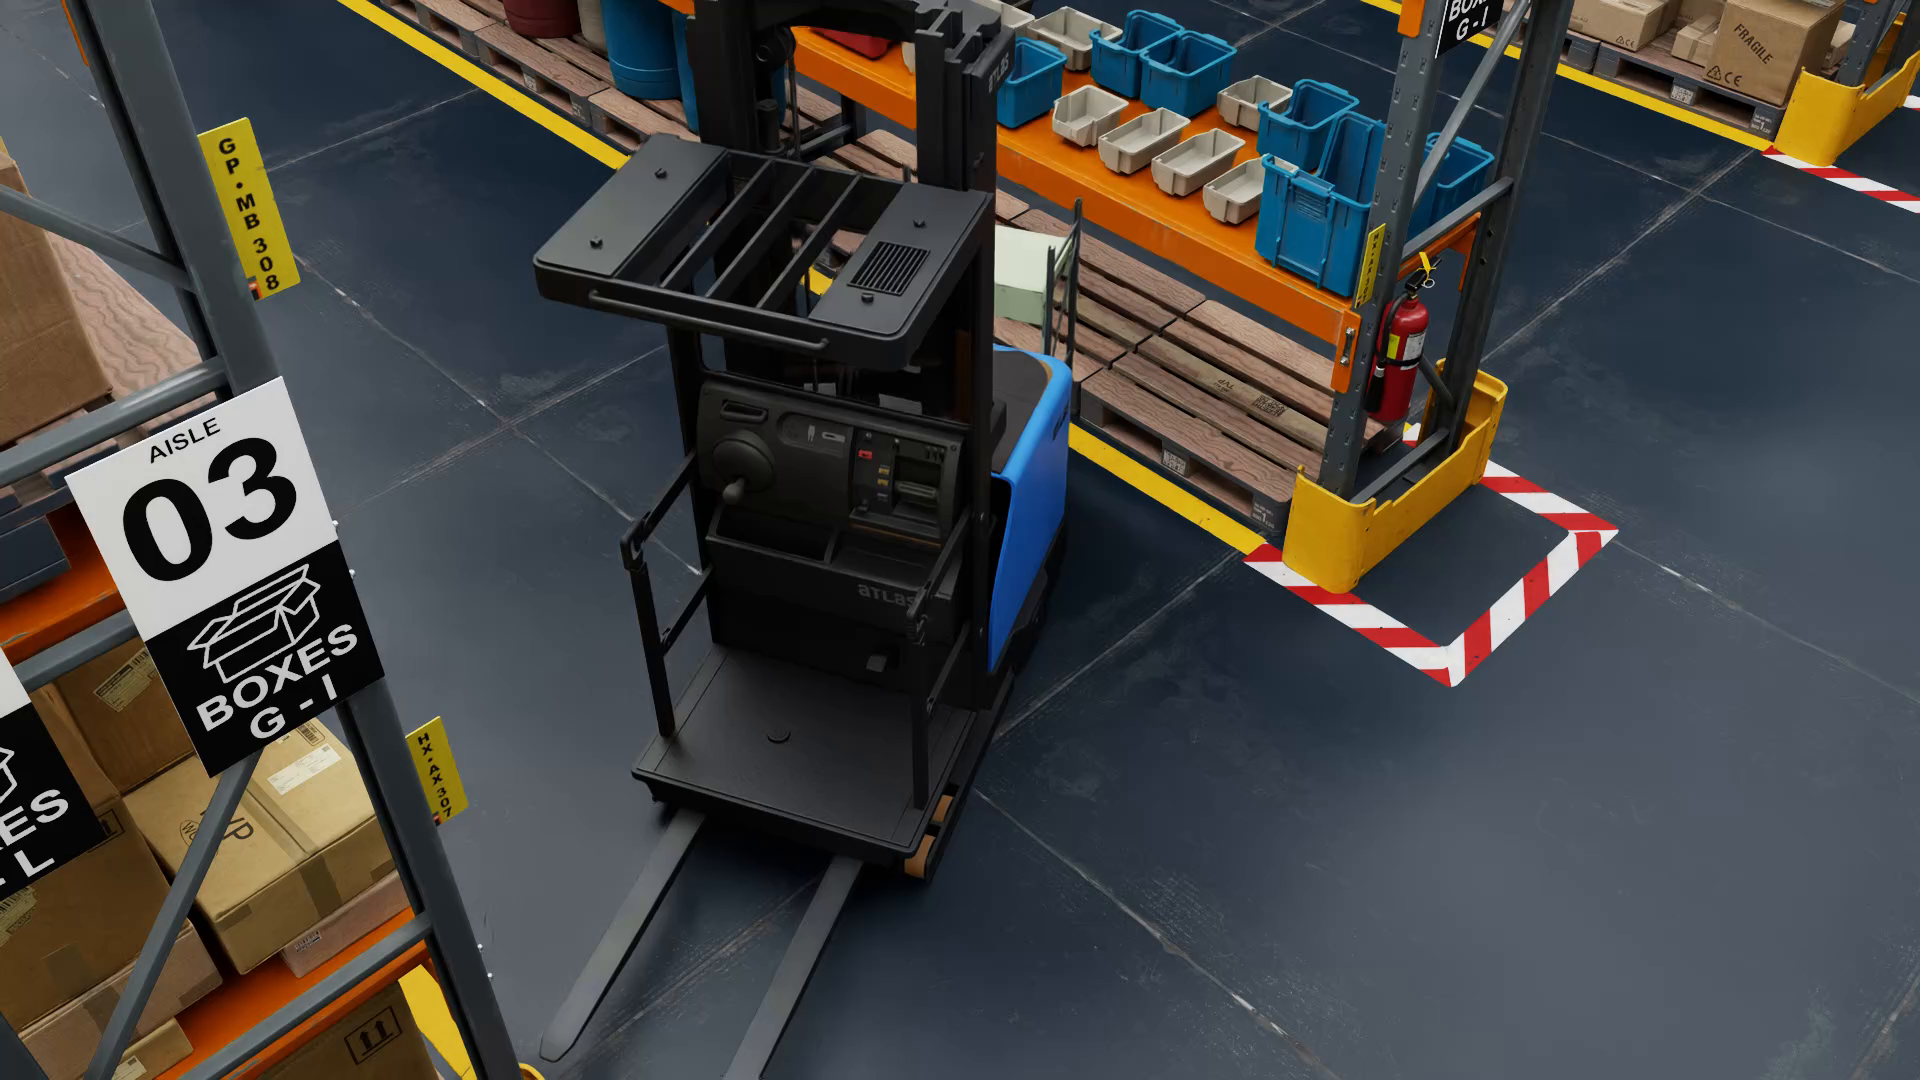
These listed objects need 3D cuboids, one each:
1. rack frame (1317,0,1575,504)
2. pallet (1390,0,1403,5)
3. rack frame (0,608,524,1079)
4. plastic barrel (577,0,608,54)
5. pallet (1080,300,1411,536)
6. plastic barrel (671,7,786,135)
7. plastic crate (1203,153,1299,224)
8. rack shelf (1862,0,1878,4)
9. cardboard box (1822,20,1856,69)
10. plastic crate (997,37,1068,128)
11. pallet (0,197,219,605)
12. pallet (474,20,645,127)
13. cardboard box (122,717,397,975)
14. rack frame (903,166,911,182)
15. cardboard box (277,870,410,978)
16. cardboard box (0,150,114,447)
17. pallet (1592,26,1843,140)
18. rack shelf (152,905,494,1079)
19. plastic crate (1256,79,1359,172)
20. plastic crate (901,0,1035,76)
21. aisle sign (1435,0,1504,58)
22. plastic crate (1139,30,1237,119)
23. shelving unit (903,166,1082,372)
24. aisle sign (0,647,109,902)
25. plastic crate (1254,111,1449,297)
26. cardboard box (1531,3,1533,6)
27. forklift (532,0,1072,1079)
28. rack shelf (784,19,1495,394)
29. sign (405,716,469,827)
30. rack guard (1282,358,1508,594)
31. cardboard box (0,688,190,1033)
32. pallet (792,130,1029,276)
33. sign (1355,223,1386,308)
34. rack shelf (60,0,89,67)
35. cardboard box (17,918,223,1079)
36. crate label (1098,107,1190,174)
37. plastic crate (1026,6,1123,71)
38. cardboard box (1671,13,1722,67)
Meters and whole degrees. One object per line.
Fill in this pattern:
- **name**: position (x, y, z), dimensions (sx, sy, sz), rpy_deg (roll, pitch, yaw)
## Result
- **rack frame**: position (1.889, -1.219, 6.476), dimensions (1.000, 3.000, 0.127), rpy_deg (-34, 53, -31)
- **pallet**: position (3.059, -4.158, 11.712), dimensions (1.003, 0.211, 1.213), rpy_deg (-34, 53, -31)
- **rack frame**: position (-1.617, 1.155, 3.907), dimensions (1.000, 3.000, 0.127), rpy_deg (-34, 53, -31)
- **plastic barrel**: position (-2.143, -3.305, 10.258), dimensions (0.421, 0.512, 0.421), rpy_deg (0, 43, 0)
- **pallet**: position (1.334, -0.610, 7.872), dimensions (1.003, 0.211, 1.213), rpy_deg (-34, 53, -31)
- **plastic barrel**: position (-1.308, -2.794, 9.418), dimensions (0.600, 0.901, 0.708), rpy_deg (-34, 53, -31)
- **plastic crate**: position (1.185, -1.449, 6.876), dimensions (0.396, 0.136, 0.243), rpy_deg (-34, 53, -31)
- **rack shelf**: position (3.987, -4.288, 10.328), dimensions (1.077, 0.370, 4.000), rpy_deg (-34, 53, -31)
- **cardboard box**: position (5.347, -3.072, 10.258), dimensions (0.380, 0.149, 0.250), rpy_deg (-34, 53, -31)
- **plastic crate**: position (0.258, -2.043, 7.448), dimensions (0.416, 0.233, 0.300), rpy_deg (-34, 53, -31)
- **pallet**: position (-2.149, -0.266, 3.300), dimensions (1.003, 0.211, 1.213), rpy_deg (-34, 53, -31)
- **pallet**: position (-2.317, -3.094, 10.560), dimensions (1.003, 0.211, 1.213), rpy_deg (-34, 53, -31)
- **cardboard box**: position (-1.765, 0.741, 4.247), dimensions (0.500, 0.250, 0.500), rpy_deg (33, 52, 30)
- **rack frame**: position (-0.278, -0.854, 7.186), dimensions (0.023, 1.500, 0.400), rpy_deg (14, 44, 14)
- **cardboard box**: position (-1.634, 0.918, 4.348), dimensions (0.380, 0.149, 0.250), rpy_deg (-33, 52, -31)
- **cardboard box**: position (-2.023, -0.399, 2.922), dimensions (0.500, 0.500, 0.700), rpy_deg (31, 51, 29)
- **pallet**: position (4.782, -2.986, 10.444), dimensions (1.003, 0.211, 1.213), rpy_deg (-34, 53, -31)
- **rack shelf**: position (-3.030, 0.458, 5.192), dimensions (1.077, 0.370, 4.000), rpy_deg (-34, 53, -31)
- **plastic crate**: position (1.483, -1.772, 7.154), dimensions (0.416, 0.233, 0.300), rpy_deg (-34, 53, -31)
- **plastic crate**: position (0.013, -2.297, 7.687), dimensions (0.437, 0.282, 0.530), rpy_deg (-34, 53, -31)
- **aisle sign**: position (1.733, -1.999, 5.405), dimensions (0.394, 0.787, 0.004), rpy_deg (-34, 53, -31)
- **plastic crate**: position (1.018, -2.089, 7.497), dimensions (0.416, 0.233, 0.300), rpy_deg (-34, 53, -31)
- **shelving unit**: position (0.067, -0.771, 7.097), dimensions (0.755, 1.500, 0.431), rpy_deg (14, 44, 14)
- **aisle sign**: position (-1.779, 0.378, 2.832), dimensions (0.394, 0.787, 0.004), rpy_deg (-34, 53, -31)
- **plastic crate**: position (1.521, -1.325, 6.521), dimensions (0.616, 0.435, 0.499), rpy_deg (-34, 53, -31)
- **cardboard box**: position (3.905, -3.858, 10.847), dimensions (0.797, 0.503, 0.637), rpy_deg (-34, 53, -31)
- **forklift**: position (-0.514, -0.168, 5.390), dimensions (1.130, 2.935, 3.031), rpy_deg (14, 44, 14)
- **rack shelf**: position (0.477, -1.916, 7.760), dimensions (1.077, 0.370, 4.000), rpy_deg (-34, 53, -31)
- **sign**: position (-1.220, 0.545, 3.871), dimensions (0.100, 0.325, 0.005), rpy_deg (-34, 53, -31)
- **rack guard**: position (1.916, -0.296, 7.319), dimensions (1.175, 0.500, 0.348), rpy_deg (-34, 53, -31)
- **cardboard box**: position (-2.147, 0.717, 3.720), dimensions (0.500, 0.500, 0.500), rpy_deg (-33, 52, -31)
- **pallet**: position (-0.389, -1.782, 9.140), dimensions (1.003, 0.211, 1.213), rpy_deg (-34, 53, -31)
- **sign**: position (1.511, -1.007, 6.127), dimensions (0.100, 0.325, 0.005), rpy_deg (-34, 53, -31)
- **rack shelf**: position (-3.030, -1.598, 3.291), dimensions (1.077, 0.370, 4.000), rpy_deg (-34, 53, -31)
- **cardboard box**: position (-2.148, 0.995, 3.972), dimensions (0.500, 0.250, 0.500), rpy_deg (33, 52, 31)
- **crate label**: position (0.777, -1.717, 7.166), dimensions (0.396, 0.136, 0.243), rpy_deg (-34, 53, -31)
- **plastic crate**: position (0.507, -2.373, 7.876), dimensions (0.293, 0.136, 0.466), rpy_deg (-34, 53, -31)
- **cardboard box**: position (4.618, -3.093, 10.268), dimensions (0.380, 0.166, 0.250), rpy_deg (-34, 53, -31)
